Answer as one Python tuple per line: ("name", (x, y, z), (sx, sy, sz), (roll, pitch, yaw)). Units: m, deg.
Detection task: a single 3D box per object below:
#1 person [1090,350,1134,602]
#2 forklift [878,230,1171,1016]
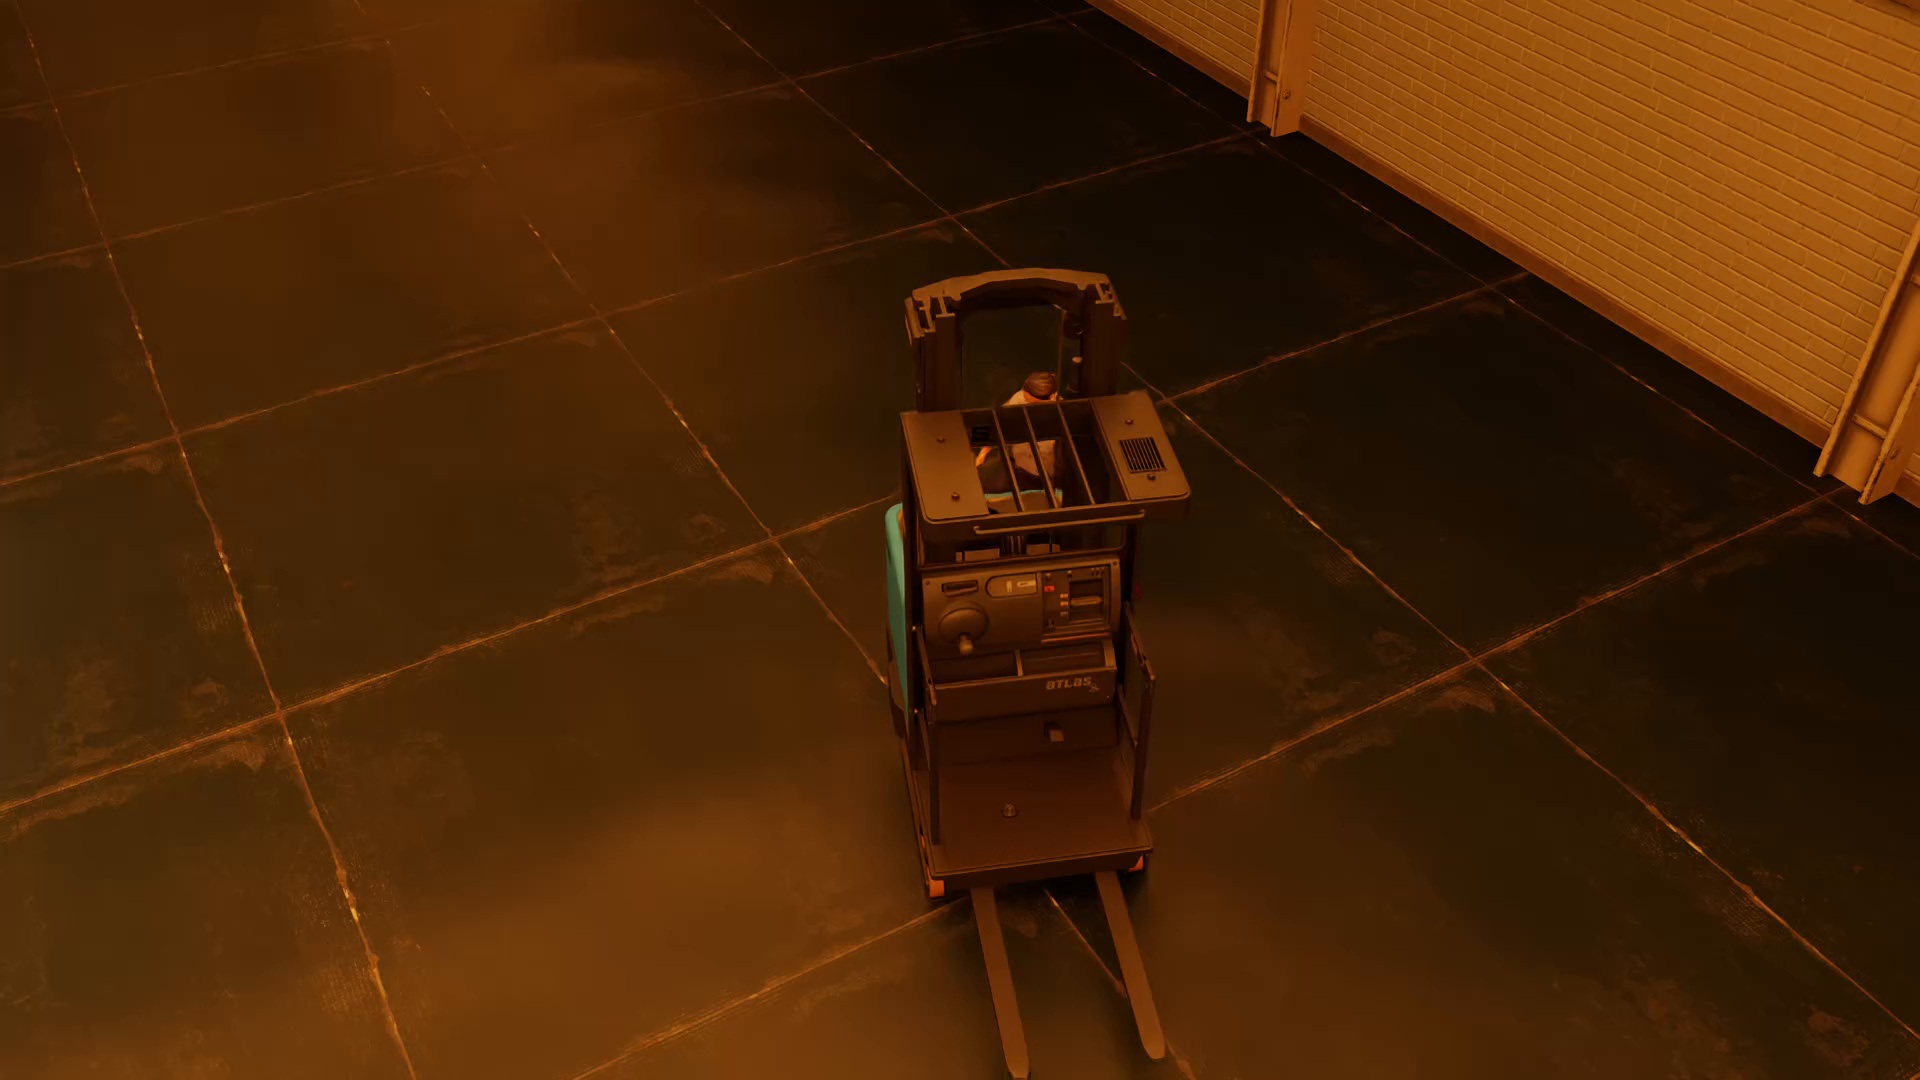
("person", (0.846, -0.491, 9.720), (0.487, 1.614, 0.841), (-12, 41, -14))
("forklift", (0.274, 0.177, 7.822), (1.130, 2.935, 3.031), (-6, 40, -7))
